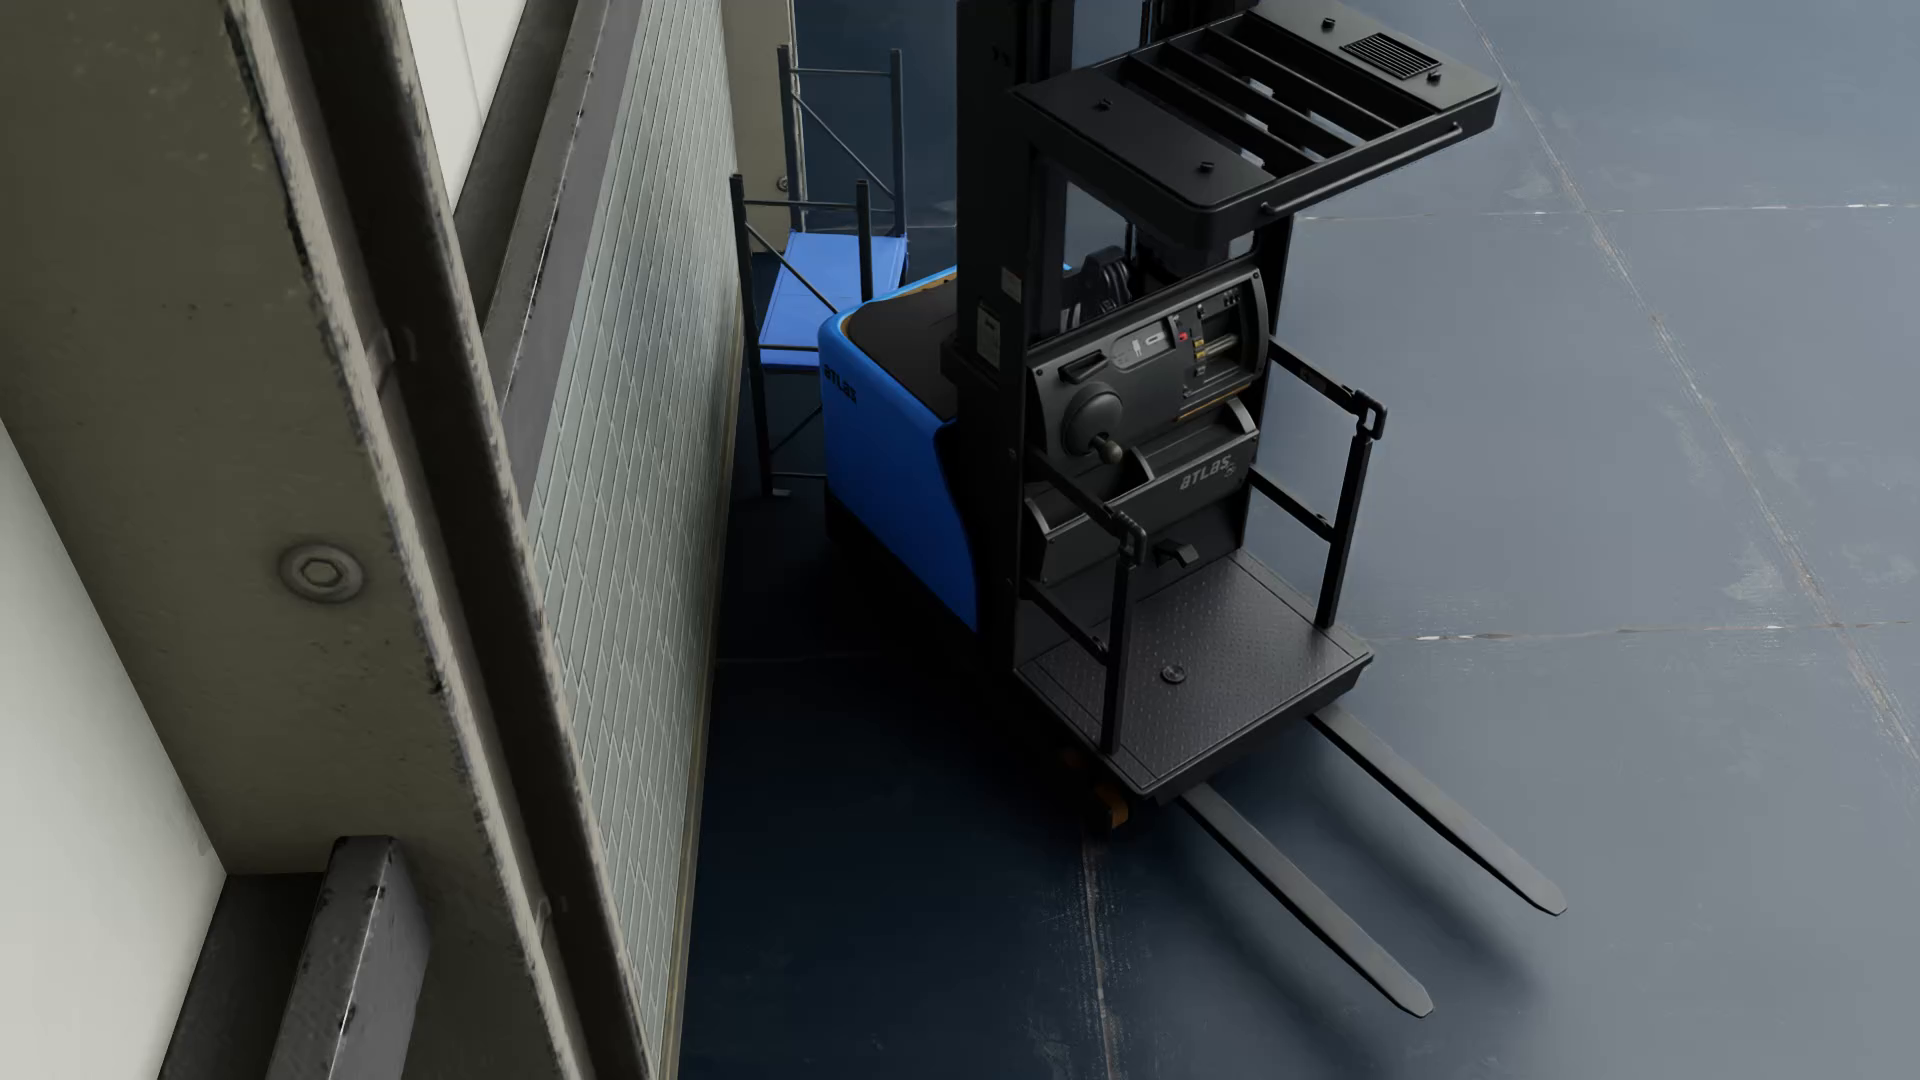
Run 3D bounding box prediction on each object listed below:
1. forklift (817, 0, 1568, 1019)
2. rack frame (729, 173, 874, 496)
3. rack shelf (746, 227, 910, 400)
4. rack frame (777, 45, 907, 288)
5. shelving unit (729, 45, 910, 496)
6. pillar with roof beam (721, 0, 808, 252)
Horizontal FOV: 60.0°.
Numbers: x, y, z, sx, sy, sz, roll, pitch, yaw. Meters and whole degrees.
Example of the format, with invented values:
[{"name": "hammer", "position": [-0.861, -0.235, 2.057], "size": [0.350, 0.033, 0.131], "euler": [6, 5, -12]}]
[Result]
[{"name": "forklift", "position": [0.736, -0.470, 5.094], "size": [1.130, 2.935, 3.031], "euler": [-26, 49, -26]}, {"name": "rack frame", "position": [-0.575, -0.737, 6.445], "size": [0.500, 1.500, 0.032], "euler": [3, 43, 4]}, {"name": "rack shelf", "position": [-0.530, -0.947, 6.939], "size": [0.538, 0.185, 1.000], "euler": [3, 43, 4]}, {"name": "rack frame", "position": [-0.485, -1.422, 7.191], "size": [0.500, 1.500, 0.032], "euler": [3, 43, 4]}, {"name": "shelving unit", "position": [-0.530, -1.080, 6.818], "size": [0.538, 1.500, 1.048], "euler": [3, 43, 4]}, {"name": "pillar with roof beam", "position": [3.368, -5.019, 5.566], "size": [9.100, 9.000, 0.400], "euler": [-2, 43, -2]}]
